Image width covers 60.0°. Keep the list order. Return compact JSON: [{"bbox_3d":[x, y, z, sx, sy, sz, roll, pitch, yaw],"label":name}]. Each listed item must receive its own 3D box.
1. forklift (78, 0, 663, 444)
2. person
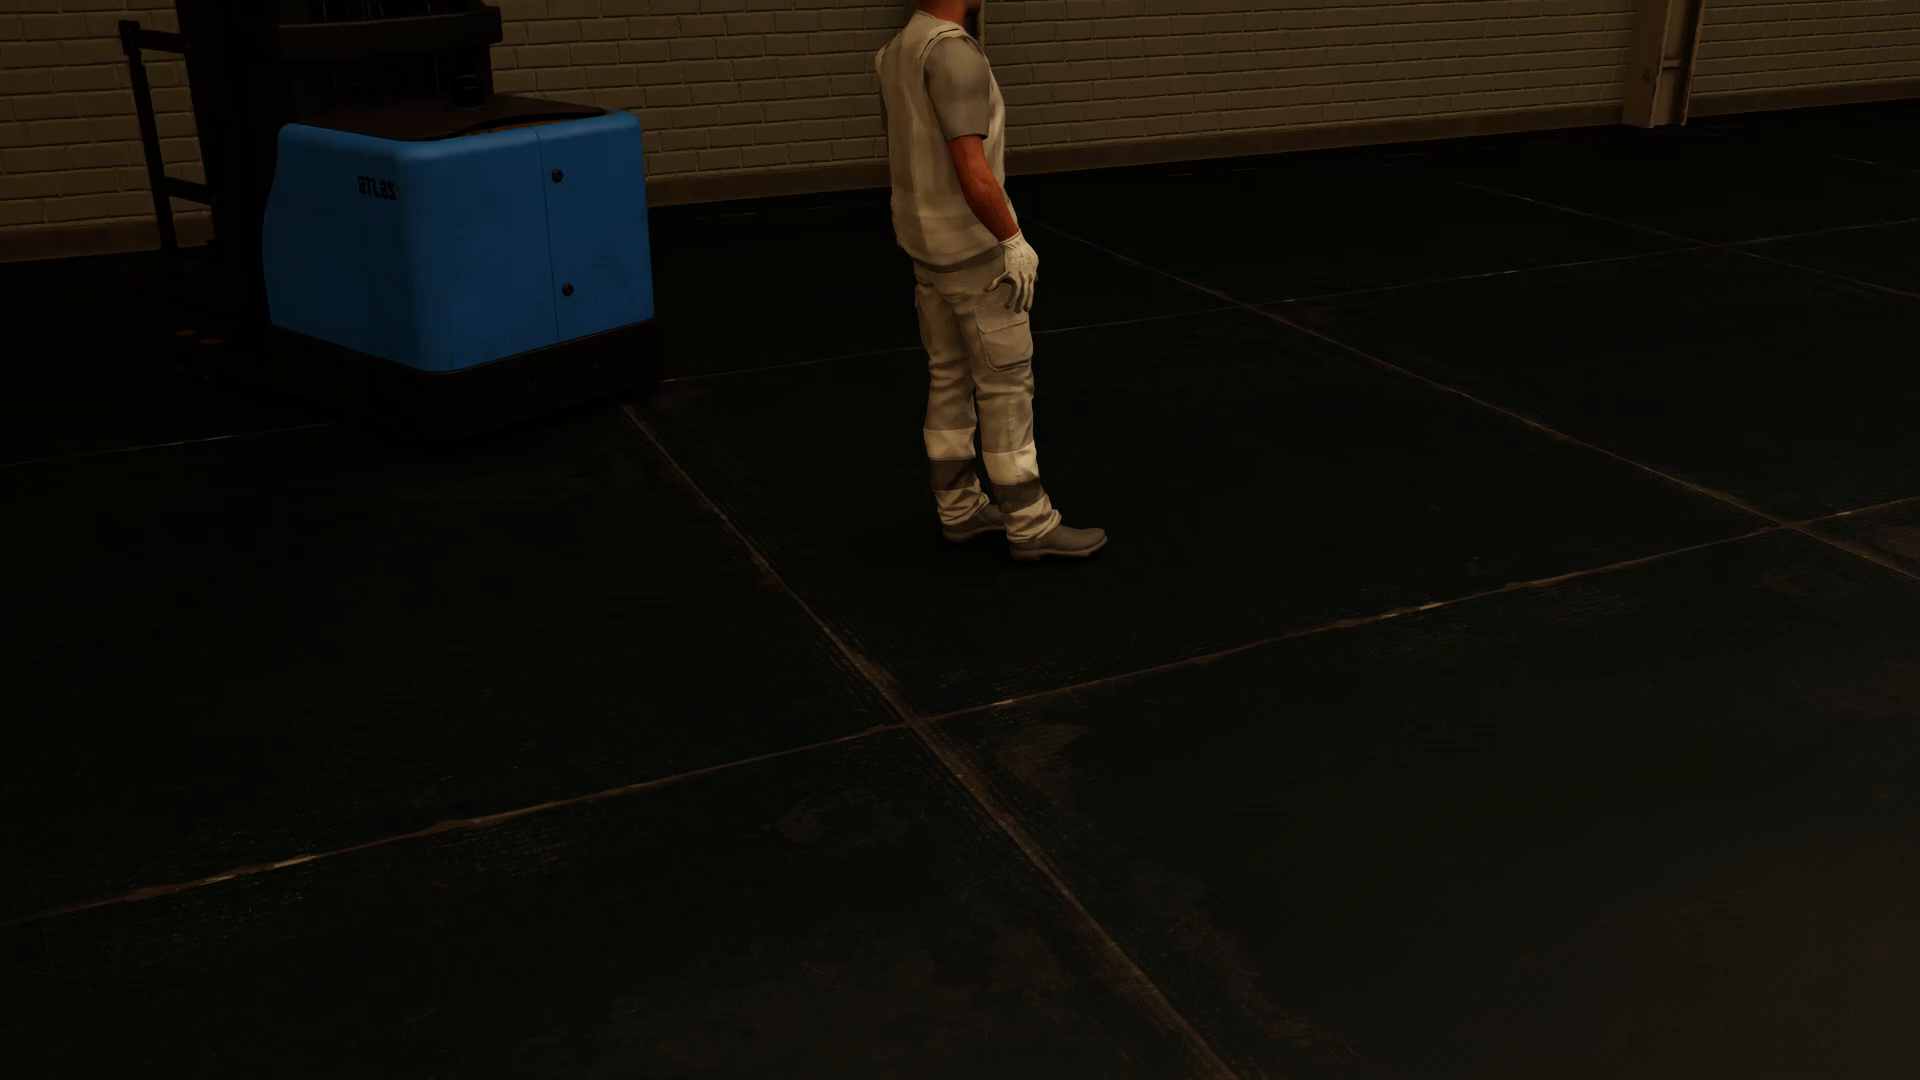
[{"bbox_3d":[-2.617,-2.137,6.430,3.031,2.935,1.130,17,28,35],"label":"forklift"},{"bbox_3d":[0.078,-0.842,4.781,0.563,1.788,0.638,-10,25,-23],"label":"person"}]
